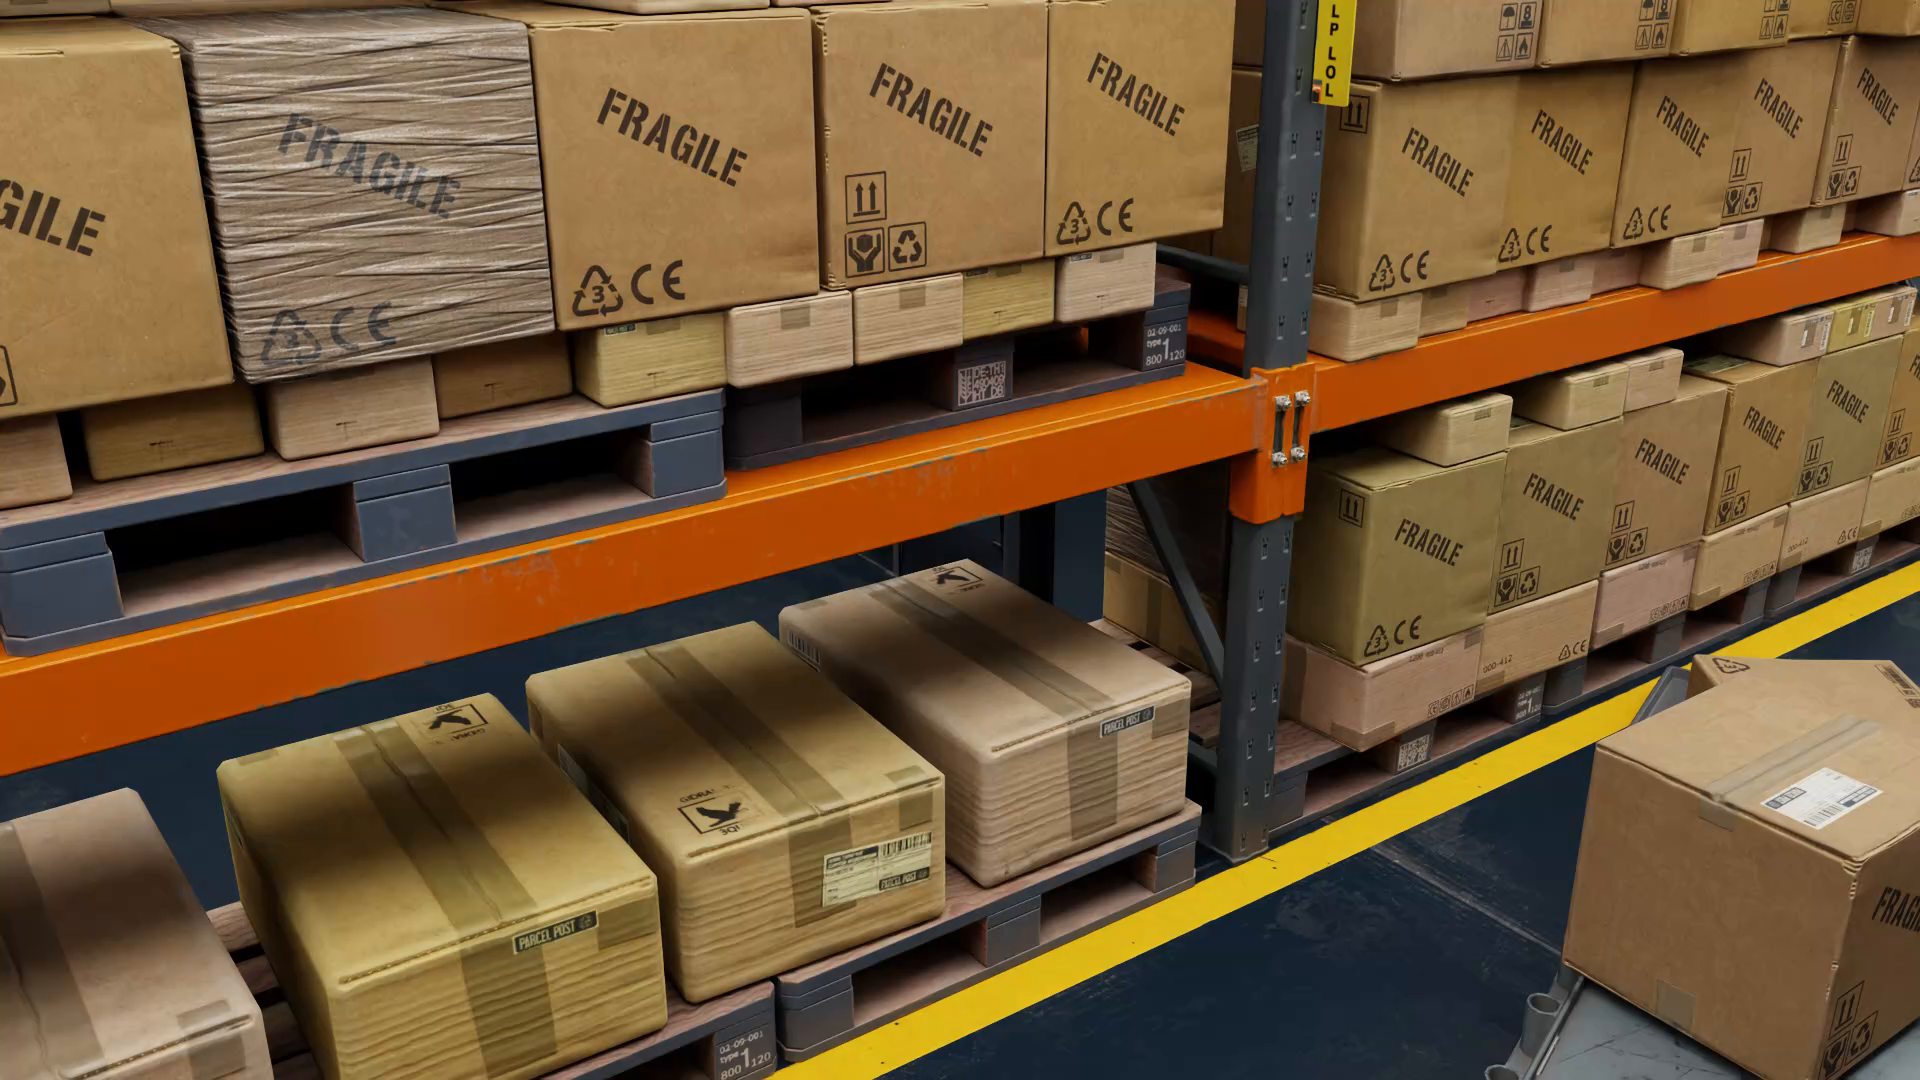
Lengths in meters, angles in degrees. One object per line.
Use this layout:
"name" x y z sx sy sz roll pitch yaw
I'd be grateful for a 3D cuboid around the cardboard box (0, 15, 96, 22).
"cardboard box" -1.753 -0.634 2.834 0.500 0.500 0.500 -17 27 -36

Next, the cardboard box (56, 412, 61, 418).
"cardboard box" -1.598 -0.347 2.992 0.250 0.149 0.380 -15 26 -32

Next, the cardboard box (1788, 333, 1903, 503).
"cardboard box" 2.792 -0.479 5.681 0.500 0.500 0.500 -14 26 -31

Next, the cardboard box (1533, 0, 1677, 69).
"cardboard box" 1.376 -1.496 4.213 0.500 0.500 0.700 -15 26 -33

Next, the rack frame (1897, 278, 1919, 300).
"rack frame" 3.712 -1.579 6.305 0.127 3.000 1.000 -15 26 -33

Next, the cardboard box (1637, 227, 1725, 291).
"cardboard box" 1.952 -0.842 4.798 0.250 0.149 0.380 -15 26 -33

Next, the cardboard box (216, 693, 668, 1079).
"cardboard box" -1.104 0.734 3.488 0.625 0.372 0.950 -14 26 -31

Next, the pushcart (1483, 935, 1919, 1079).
"pushcart" 1.837 1.180 2.930 1.648 0.377 0.936 14 26 32

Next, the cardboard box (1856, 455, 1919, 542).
"cardboard box" 3.194 -0.236 6.083 0.500 0.250 0.500 -15 26 -33

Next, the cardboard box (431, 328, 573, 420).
"cardboard box" -0.902 -0.354 3.009 0.250 0.149 0.380 -16 27 -35

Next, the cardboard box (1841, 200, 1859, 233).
"cardboard box" 2.691 -1.102 5.449 0.250 0.149 0.380 -15 26 -32

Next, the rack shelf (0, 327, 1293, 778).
"rack shelf" -1.158 0.054 3.184 4.000 0.370 1.077 -15 26 -33

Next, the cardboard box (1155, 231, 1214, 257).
"cardboard box" 0.681 -1.069 4.491 0.500 0.500 0.500 -16 27 -34

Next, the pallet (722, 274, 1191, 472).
"pallet" -0.240 -0.502 3.866 1.213 0.211 1.003 -15 26 -33

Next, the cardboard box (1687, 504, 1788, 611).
"cardboard box" 2.366 -0.016 5.533 0.500 0.250 0.500 -16 27 -35

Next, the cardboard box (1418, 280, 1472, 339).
"cardboard box" 1.083 -0.638 4.287 0.250 0.149 0.380 -14 26 -31

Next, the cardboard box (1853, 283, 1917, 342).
"cardboard box" 2.955 -0.795 5.597 0.250 0.149 0.380 -14 26 -31

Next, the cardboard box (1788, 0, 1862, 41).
"cardboard box" 2.170 -1.737 4.816 0.500 0.500 0.700 -15 26 -33

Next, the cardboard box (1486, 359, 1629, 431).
"cardboard box" 1.654 -0.448 4.727 0.250 0.149 0.380 -14 26 -31

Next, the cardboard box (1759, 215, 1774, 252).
"cardboard box" 2.281 -0.992 5.173 0.250 0.149 0.380 -15 26 -33

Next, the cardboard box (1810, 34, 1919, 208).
"cardboard box" 2.615 -1.349 5.193 0.500 0.500 0.500 -15 26 -33

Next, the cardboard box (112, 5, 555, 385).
"cardboard box" -1.025 -0.592 2.731 0.500 0.500 0.500 -16 27 -35

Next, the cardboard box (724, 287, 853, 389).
"cardboard box" -0.409 -0.422 3.180 0.250 0.149 0.380 -15 26 -32

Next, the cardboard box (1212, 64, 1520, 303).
"cardboard box" 0.985 -0.909 4.091 0.500 0.500 0.500 -15 26 -33

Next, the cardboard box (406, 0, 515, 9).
"cardboard box" -0.899 -0.866 3.416 0.500 0.500 0.500 -15 26 -33

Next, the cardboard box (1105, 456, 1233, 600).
"cardboard box" 0.789 -0.188 4.952 0.500 0.500 0.500 -15 26 -34

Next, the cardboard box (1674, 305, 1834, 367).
"cardboard box" 2.534 -0.685 5.322 0.250 0.149 0.380 -14 26 -31

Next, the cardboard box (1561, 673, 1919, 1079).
"cardboard box" 1.529 0.625 3.133 0.500 0.500 0.500 -15 26 -33

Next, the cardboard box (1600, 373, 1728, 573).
"cardboard box" 1.951 -0.257 5.124 0.500 0.500 0.500 -13 25 -30

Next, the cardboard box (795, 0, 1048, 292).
"cardboard box" -0.178 -0.816 3.291 0.500 0.500 0.500 -15 26 -33

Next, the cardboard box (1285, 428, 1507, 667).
"cardboard box" 1.102 -0.026 4.545 0.500 0.500 0.500 -14 25 -30

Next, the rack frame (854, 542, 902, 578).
"rack frame" -0.332 -0.887 5.785 0.015 2.100 0.400 -15 26 -33

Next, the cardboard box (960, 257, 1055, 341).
"cardboard box" -0.016 -0.545 3.487 0.250 0.149 0.380 -16 27 -34

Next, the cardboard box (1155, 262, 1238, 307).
"cardboard box" 0.548 -0.758 4.586 0.250 0.149 0.380 -15 26 -33

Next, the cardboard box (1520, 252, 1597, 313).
"cardboard box" 1.502 -0.748 4.562 0.250 0.149 0.380 -14 26 -31

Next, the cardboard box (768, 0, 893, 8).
"cardboard box" -0.330 -1.073 3.060 0.250 0.149 0.380 -16 27 -34

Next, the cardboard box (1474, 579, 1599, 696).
"cardboard box" 1.528 0.204 4.982 0.500 0.250 0.500 -13 25 -30

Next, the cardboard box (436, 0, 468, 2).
"cardboard box" -0.945 -1.132 3.209 0.250 0.149 0.380 -13 25 -30

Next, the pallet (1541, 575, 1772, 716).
"pallet" 1.981 0.161 5.709 1.213 0.211 1.003 -15 26 -33

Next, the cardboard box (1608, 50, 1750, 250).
"cardboard box" 1.794 -1.129 4.643 0.500 0.500 0.500 -15 26 -33

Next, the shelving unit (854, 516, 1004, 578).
"shelving unit" -0.134 -0.939 5.917 0.503 2.100 0.431 -15 26 -33

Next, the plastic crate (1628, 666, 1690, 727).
"plastic crate" 2.218 0.550 4.910 0.402 0.080 0.583 14 26 32

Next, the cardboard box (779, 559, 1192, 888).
"cardboard box" 0.041 0.427 4.259 0.625 0.372 0.950 -15 26 -32

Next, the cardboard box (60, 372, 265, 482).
"cardboard box" -1.319 -0.238 2.718 0.250 0.149 0.380 -14 26 -31

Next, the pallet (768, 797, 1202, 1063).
"pallet" -0.166 0.751 4.229 1.213 0.211 1.003 -15 26 -33

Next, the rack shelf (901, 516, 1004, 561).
"rack shelf" -0.134 -0.277 6.182 0.480 0.518 0.431 -15 26 -33
